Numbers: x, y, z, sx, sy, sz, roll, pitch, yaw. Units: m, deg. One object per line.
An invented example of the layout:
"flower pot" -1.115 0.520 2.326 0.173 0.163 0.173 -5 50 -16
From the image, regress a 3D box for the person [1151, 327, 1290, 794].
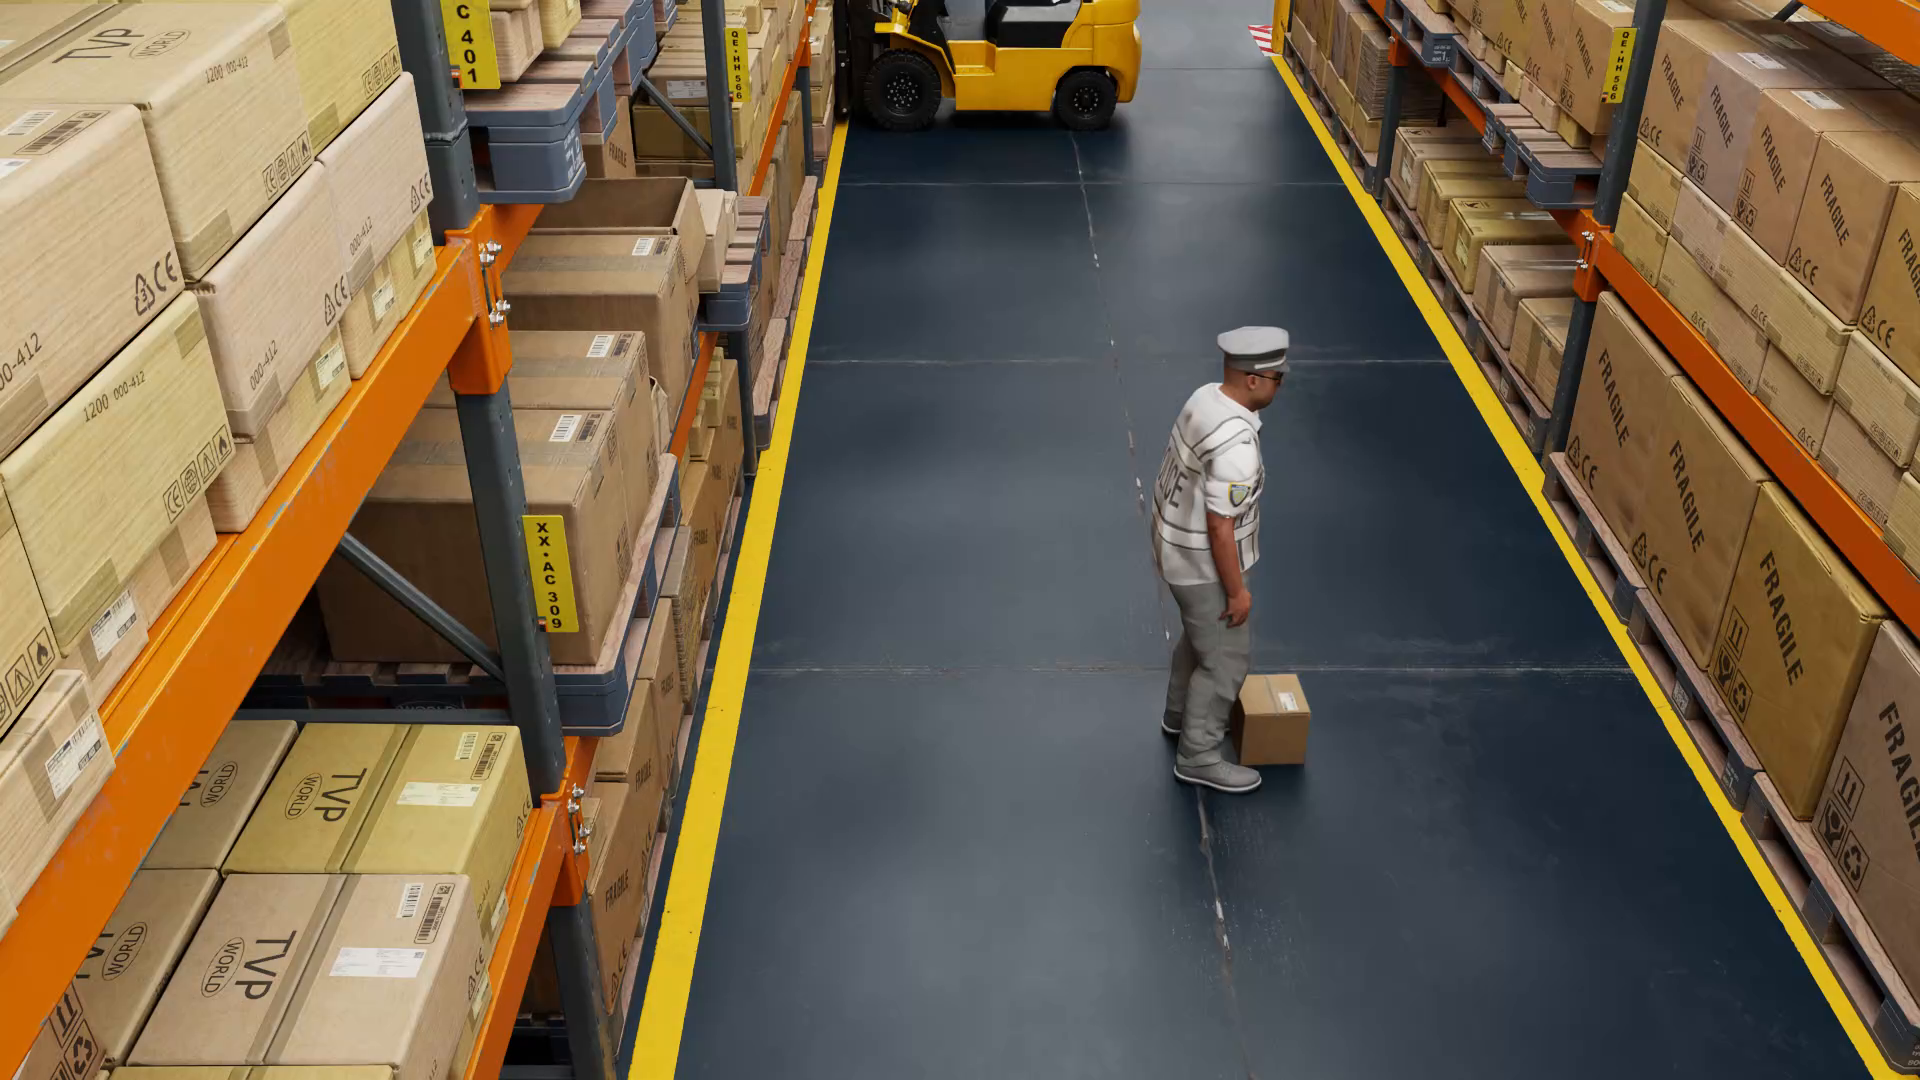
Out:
"person" 0.911 0.062 6.026 0.435 1.747 0.585 -1 31 -2
